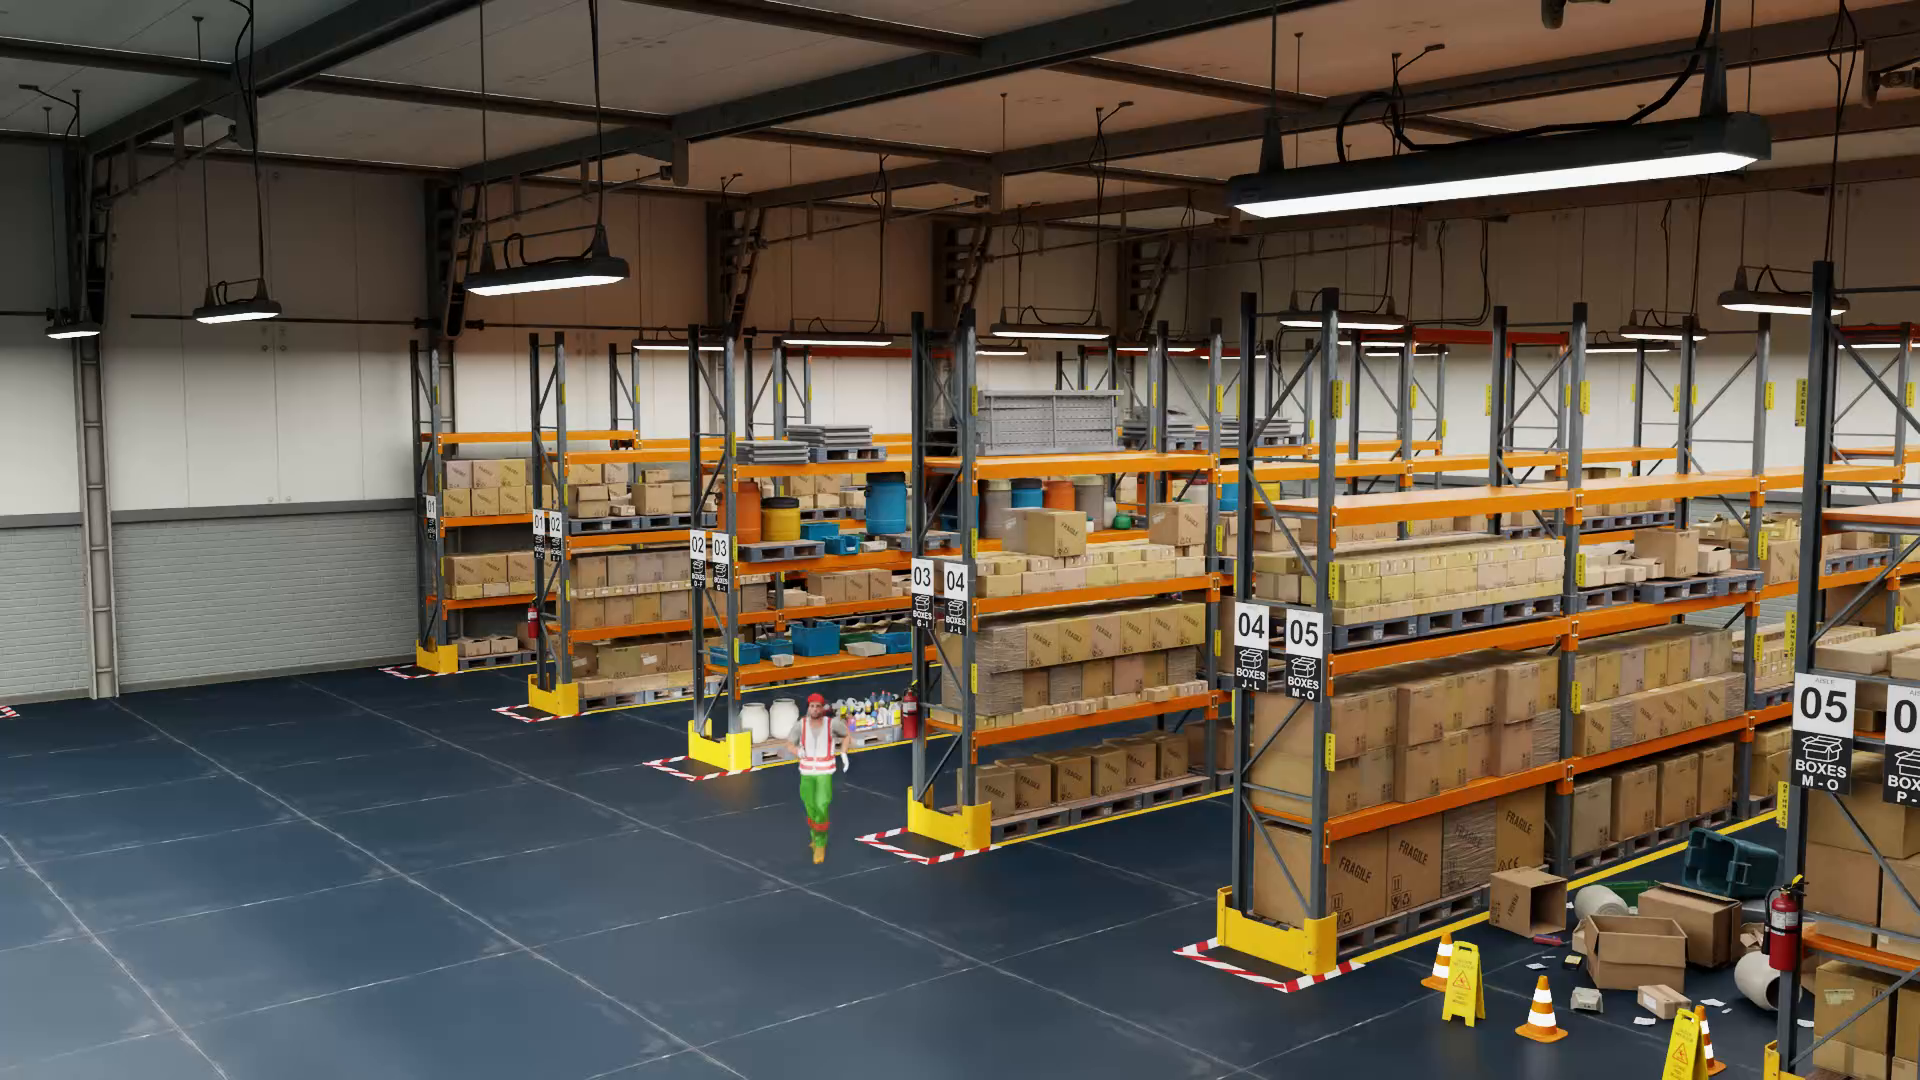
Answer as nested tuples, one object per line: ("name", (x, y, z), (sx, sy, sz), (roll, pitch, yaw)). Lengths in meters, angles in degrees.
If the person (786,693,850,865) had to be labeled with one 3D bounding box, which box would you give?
("person", (-1.569, 2.582, 18.216), (0.669, 1.829, 0.724), (1, 5, 8))
